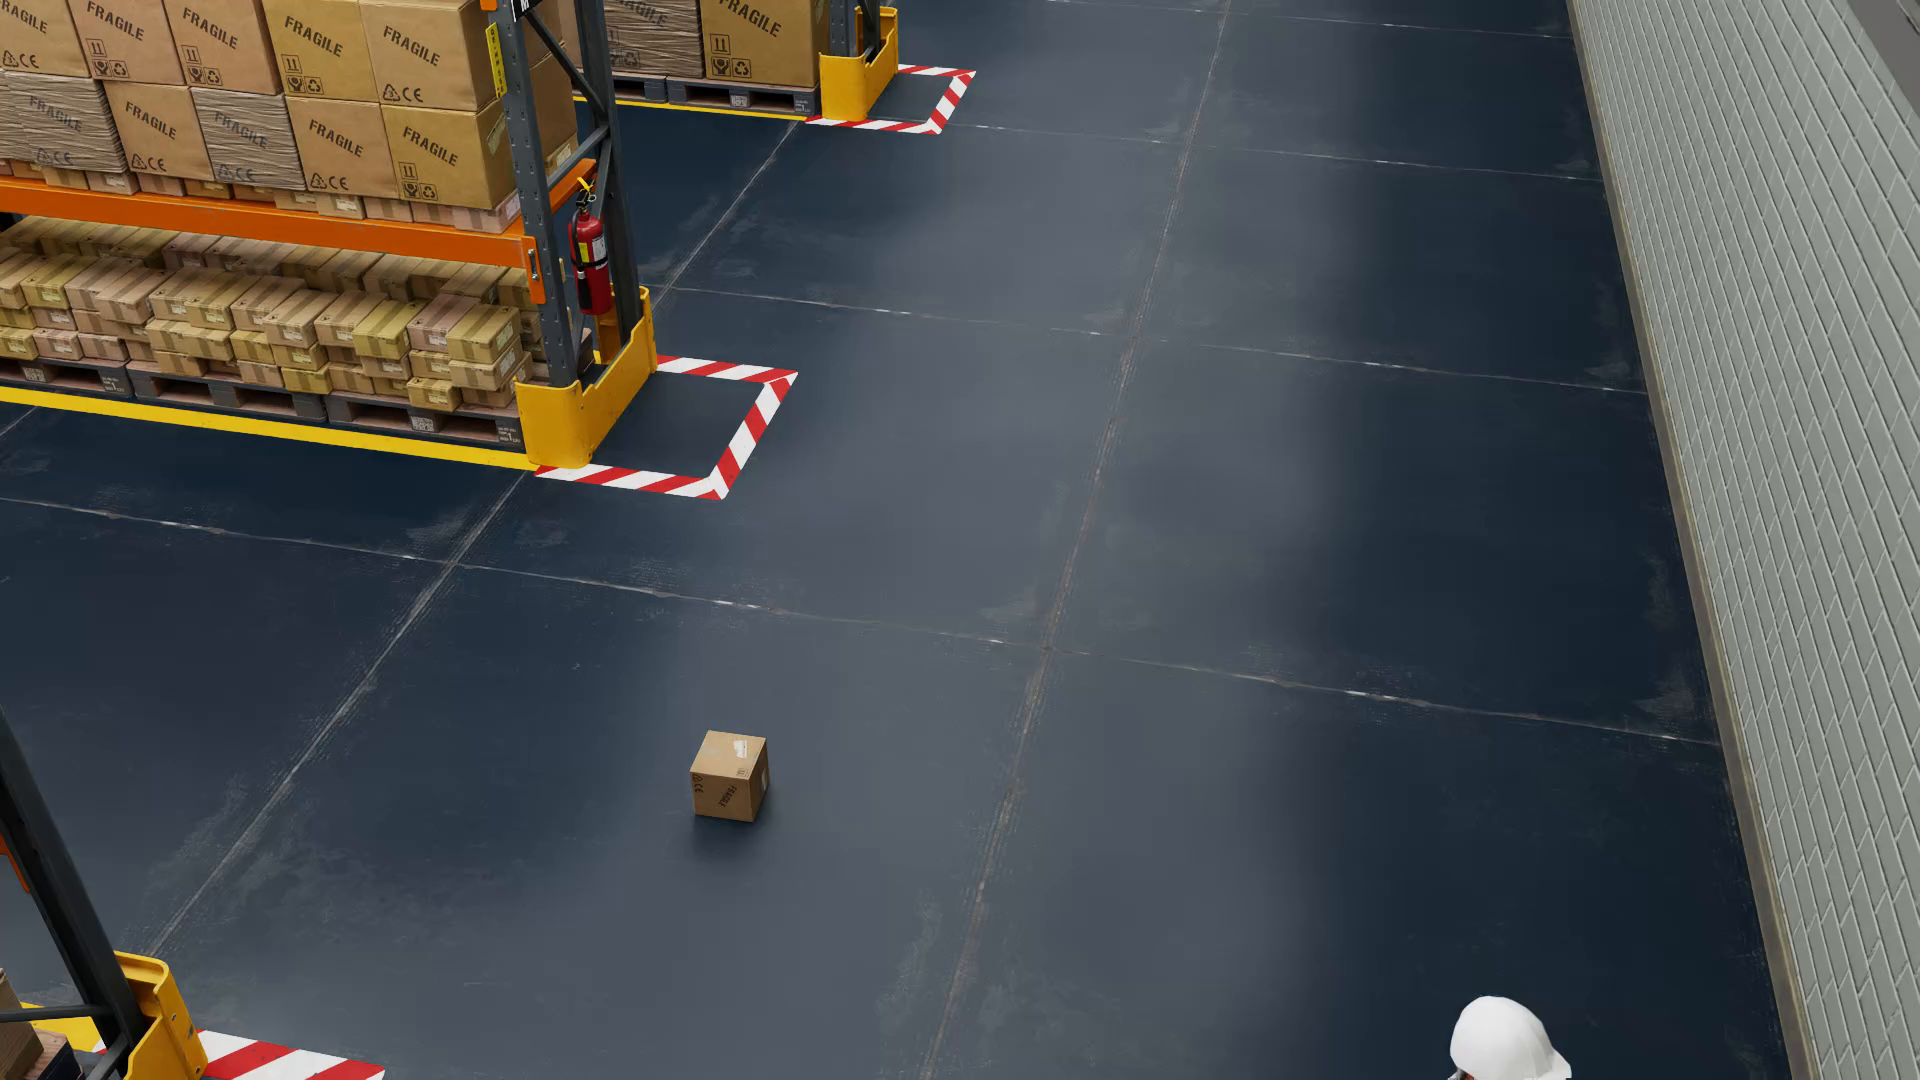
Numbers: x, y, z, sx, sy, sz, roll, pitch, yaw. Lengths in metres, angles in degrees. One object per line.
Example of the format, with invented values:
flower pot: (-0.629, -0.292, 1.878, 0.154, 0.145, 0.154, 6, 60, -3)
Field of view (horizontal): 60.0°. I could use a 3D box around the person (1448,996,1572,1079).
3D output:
person: (1.375, 1.888, 4.399, 0.554, 1.736, 0.919, -24, 43, -29)
